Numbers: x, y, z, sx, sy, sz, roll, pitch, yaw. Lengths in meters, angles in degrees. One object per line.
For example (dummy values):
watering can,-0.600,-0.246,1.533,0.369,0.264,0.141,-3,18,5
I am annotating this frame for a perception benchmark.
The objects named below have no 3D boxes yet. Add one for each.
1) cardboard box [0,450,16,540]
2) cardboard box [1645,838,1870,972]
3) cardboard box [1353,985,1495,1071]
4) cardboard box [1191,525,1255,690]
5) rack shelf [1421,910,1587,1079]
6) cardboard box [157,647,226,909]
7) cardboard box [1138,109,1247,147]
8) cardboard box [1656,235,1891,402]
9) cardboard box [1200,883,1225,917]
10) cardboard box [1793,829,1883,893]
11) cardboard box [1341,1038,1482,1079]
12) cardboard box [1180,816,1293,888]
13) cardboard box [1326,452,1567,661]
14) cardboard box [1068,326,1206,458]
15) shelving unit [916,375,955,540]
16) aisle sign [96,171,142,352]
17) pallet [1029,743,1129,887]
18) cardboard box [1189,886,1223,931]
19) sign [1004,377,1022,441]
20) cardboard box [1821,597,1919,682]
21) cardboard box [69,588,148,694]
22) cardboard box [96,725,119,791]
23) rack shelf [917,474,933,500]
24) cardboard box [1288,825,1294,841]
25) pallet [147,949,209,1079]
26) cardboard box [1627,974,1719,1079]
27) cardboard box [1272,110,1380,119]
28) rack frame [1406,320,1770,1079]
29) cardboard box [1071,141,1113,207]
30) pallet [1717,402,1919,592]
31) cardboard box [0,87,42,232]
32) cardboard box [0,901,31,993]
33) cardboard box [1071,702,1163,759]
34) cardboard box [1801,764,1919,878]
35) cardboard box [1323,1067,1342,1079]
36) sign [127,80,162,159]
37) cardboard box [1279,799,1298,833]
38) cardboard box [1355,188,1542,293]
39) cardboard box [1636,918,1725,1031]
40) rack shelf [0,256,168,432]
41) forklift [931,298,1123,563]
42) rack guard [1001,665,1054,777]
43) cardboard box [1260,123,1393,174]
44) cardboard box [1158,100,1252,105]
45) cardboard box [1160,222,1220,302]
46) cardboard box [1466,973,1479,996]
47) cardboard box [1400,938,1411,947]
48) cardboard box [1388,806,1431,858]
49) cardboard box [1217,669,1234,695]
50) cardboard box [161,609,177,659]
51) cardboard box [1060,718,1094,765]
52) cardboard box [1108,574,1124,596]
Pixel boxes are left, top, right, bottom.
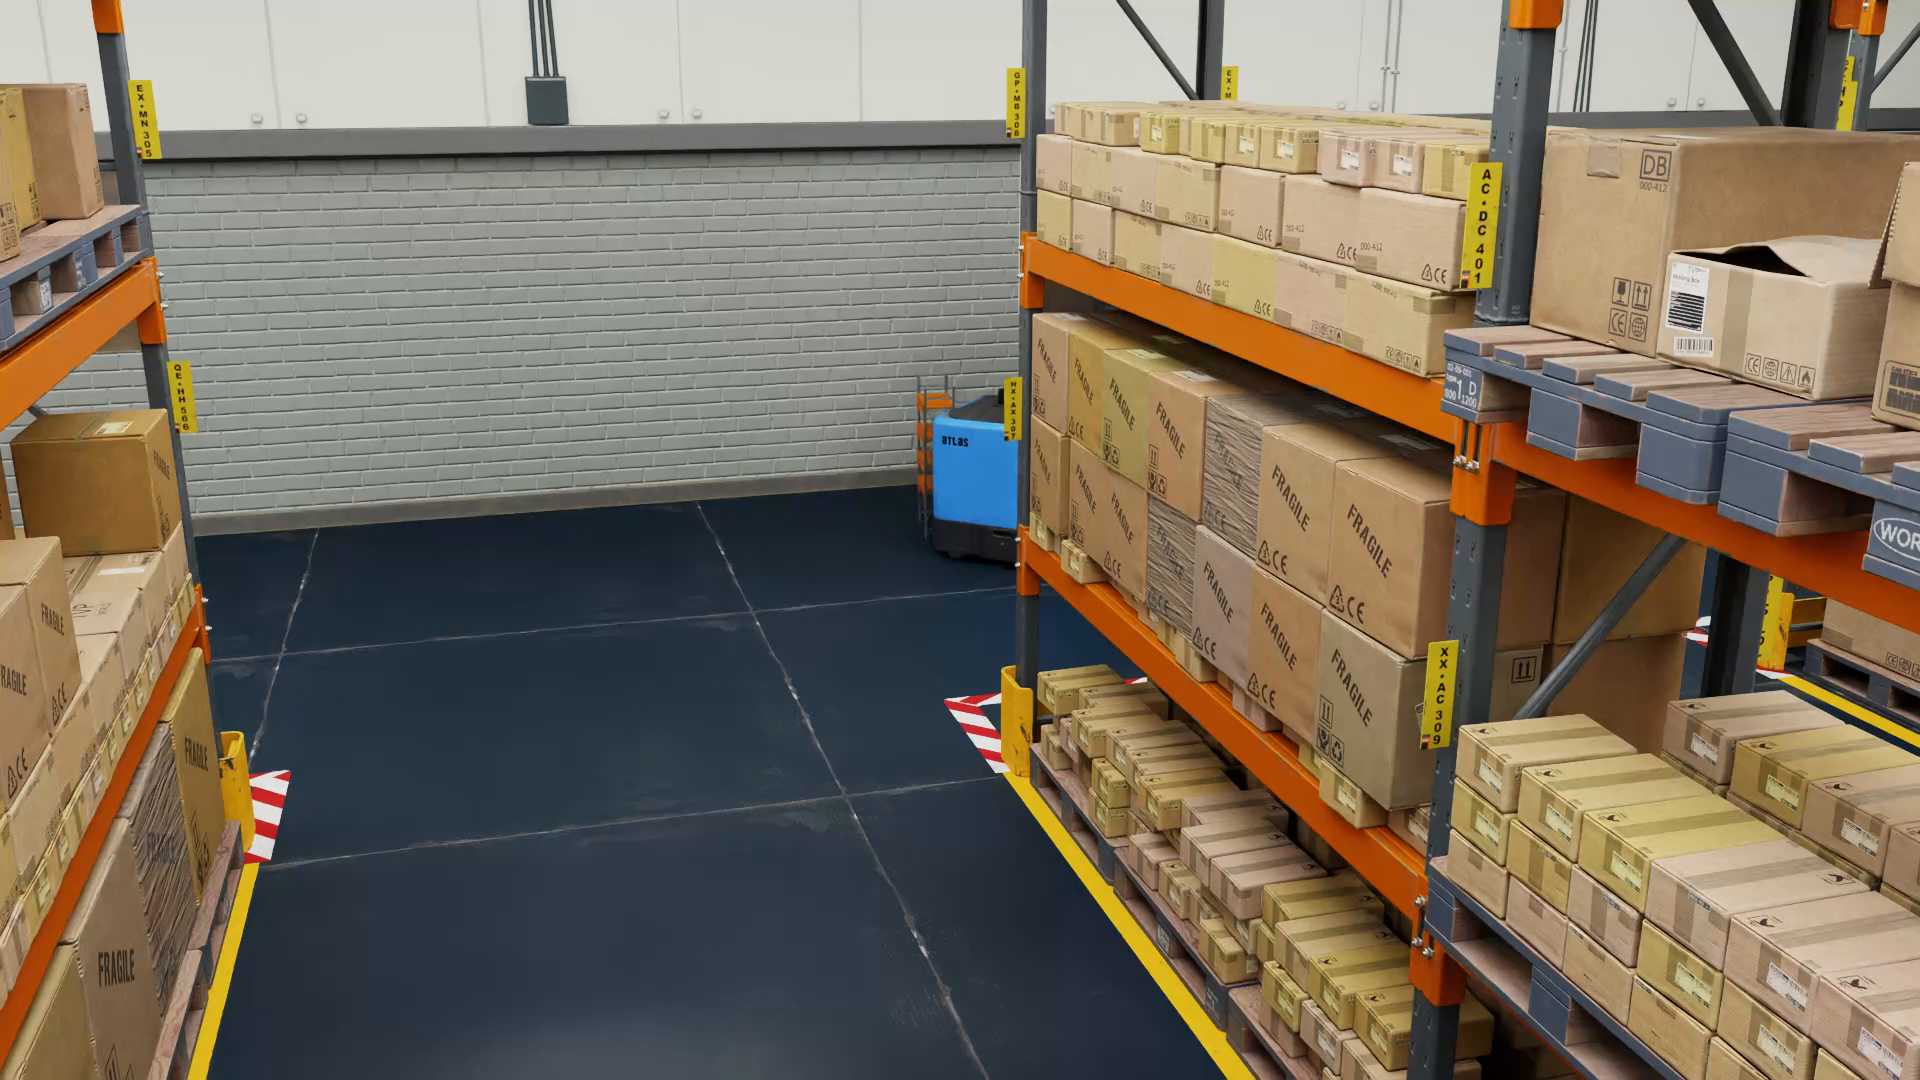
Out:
cardboard box,-3.993,-0.066,6.399,0.500,0.500,0.500,-5,17,-17
cardboard box,1.776,0.810,3.714,0.380,0.149,0.250,-5,17,-16
cardboard box,1.545,1.615,5.554,0.380,0.149,0.250,-4,17,-14
cardboard box,1.212,0.230,6.281,0.500,0.500,0.500,-5,17,-16
rack shelf,2.443,1.711,3.292,1.077,0.370,4.000,-5,17,-15
cardboard box,-3.750,1.058,7.178,0.875,0.875,0.875,-5,17,-15
cardboard box,0.960,-1.698,6.874,0.380,0.149,0.250,-4,17,-14
cardboard box,1.934,-0.522,3.686,0.500,0.311,0.500,-5,17,-16
cardboard box,1.207,1.405,6.770,0.380,0.149,0.250,-6,18,-18
cardboard box,2.332,0.826,4.178,0.380,0.149,0.250,-4,17,-13
cardboard box,1.501,1.773,5.544,0.380,0.149,0.250,-4,17,-14
cardboard box,1.116,1.260,6.735,0.380,0.149,0.250,-5,18,-17
cardboard box,1.504,0.035,5.191,0.500,0.500,0.500,-5,18,-17
cardboard box,0.807,-0.678,7.567,0.500,0.500,0.500,-4,17,-14
shelving unit,-0.187,-0.653,13.039,0.258,1.200,0.503,-2,17,-7
aisle sign,-3.734,-1.218,7.273,0.394,0.787,0.004,-5,17,-15
pallet,1.004,1.291,8.288,1.003,0.211,1.213,-5,17,-15
cardboard box,1.167,1.532,6.863,0.380,0.149,0.250,-4,17,-14
sign,0.273,-0.665,8.446,0.100,0.325,0.005,-5,17,-15
cardboard box,5.803,0.488,9.837,0.875,0.438,0.875,-5,18,-17
cardboard box,-3.335,0.395,6.168,0.500,0.250,0.500,-5,18,-17
cardboard box,-3.095,0.759,5.649,0.380,0.149,0.250,-5,17,-17
rack shelf,-0.187,-0.398,13.115,0.258,0.148,0.480,-2,17,-7
cardboard box,1.566,1.210,7.417,0.380,0.149,0.250,-4,17,-12
pallet,-3.376,1.958,6.066,1.003,0.211,1.213,-5,17,-15
cardboard box,1.774,1.093,3.806,0.380,0.149,0.250,-5,17,-15
cardboard box,1.490,-1.663,6.758,0.380,0.149,0.250,-4,17,-14
rack frame,1.894,0.813,5.031,1.000,3.000,0.127,-5,17,-15
cardboard box,0.809,-1.611,7.279,0.500,0.250,0.500,-5,17,-16
pallet,2.249,-0.068,3.075,1.213,0.211,1.003,-5,17,-15
cardboard box,-3.769,-1.358,5.966,0.700,0.500,0.500,-5,18,-17
cardboard box,-2.737,1.117,4.456,0.380,0.149,0.250,-5,18,-17
cardboard box,0.749,0.905,7.918,0.380,0.149,0.250,-5,17,-15
cardboard box,2.335,0.689,4.117,0.380,0.149,0.250,-5,18,-17
cardboard box,1.458,1.896,5.652,0.380,0.149,0.250,-4,17,-15
sign,-3.477,-1.791,7.084,0.100,0.325,0.005,-5,17,-15
cardboard box,1.593,1.147,7.112,0.380,0.149,0.250,-5,17,-15
cardboard box,1.522,-0.898,4.907,0.500,0.250,0.500,-6,18,-18
cardboard box,1.776,0.950,3.765,0.380,0.149,0.250,-5,18,-18
rack shelf,-3.453,-0.468,5.332,1.077,0.370,4.000,-5,17,-15
forklift,1.344,-1.220,11.920,3.031,2.935,1.130,8,18,24
rack guard,0.815,0.925,9.004,1.175,0.500,0.348,-5,17,-15
cardboard box,1.250,-1.334,5.665,0.380,0.149,0.250,-5,18,-17
cardboard box,1.168,-2.020,7.946,0.380,0.149,0.250,-5,17,-16
cardboard box,1.098,-1.082,6.388,0.500,0.250,0.500,-5,17,-16
cardboard box,1.979,1.500,5.936,0.380,0.149,0.250,-4,17,-13
cardboard box,1.844,1.582,6.180,0.380,0.149,0.250,-5,17,-16
cardboard box,1.590,0.873,5.268,0.380,0.149,0.250,-5,17,-16
cardboard box,1.229,0.511,6.473,0.380,0.149,0.250,-5,17,-16
cardboard box,-3.447,0.405,6.825,0.380,0.149,0.250,-5,17,-15
cardboard box,0.712,0.974,8.204,0.380,0.149,0.250,-5,17,-16
cardboard box,0.903,0.149,7.677,0.380,0.149,0.250,-4,17,-13
